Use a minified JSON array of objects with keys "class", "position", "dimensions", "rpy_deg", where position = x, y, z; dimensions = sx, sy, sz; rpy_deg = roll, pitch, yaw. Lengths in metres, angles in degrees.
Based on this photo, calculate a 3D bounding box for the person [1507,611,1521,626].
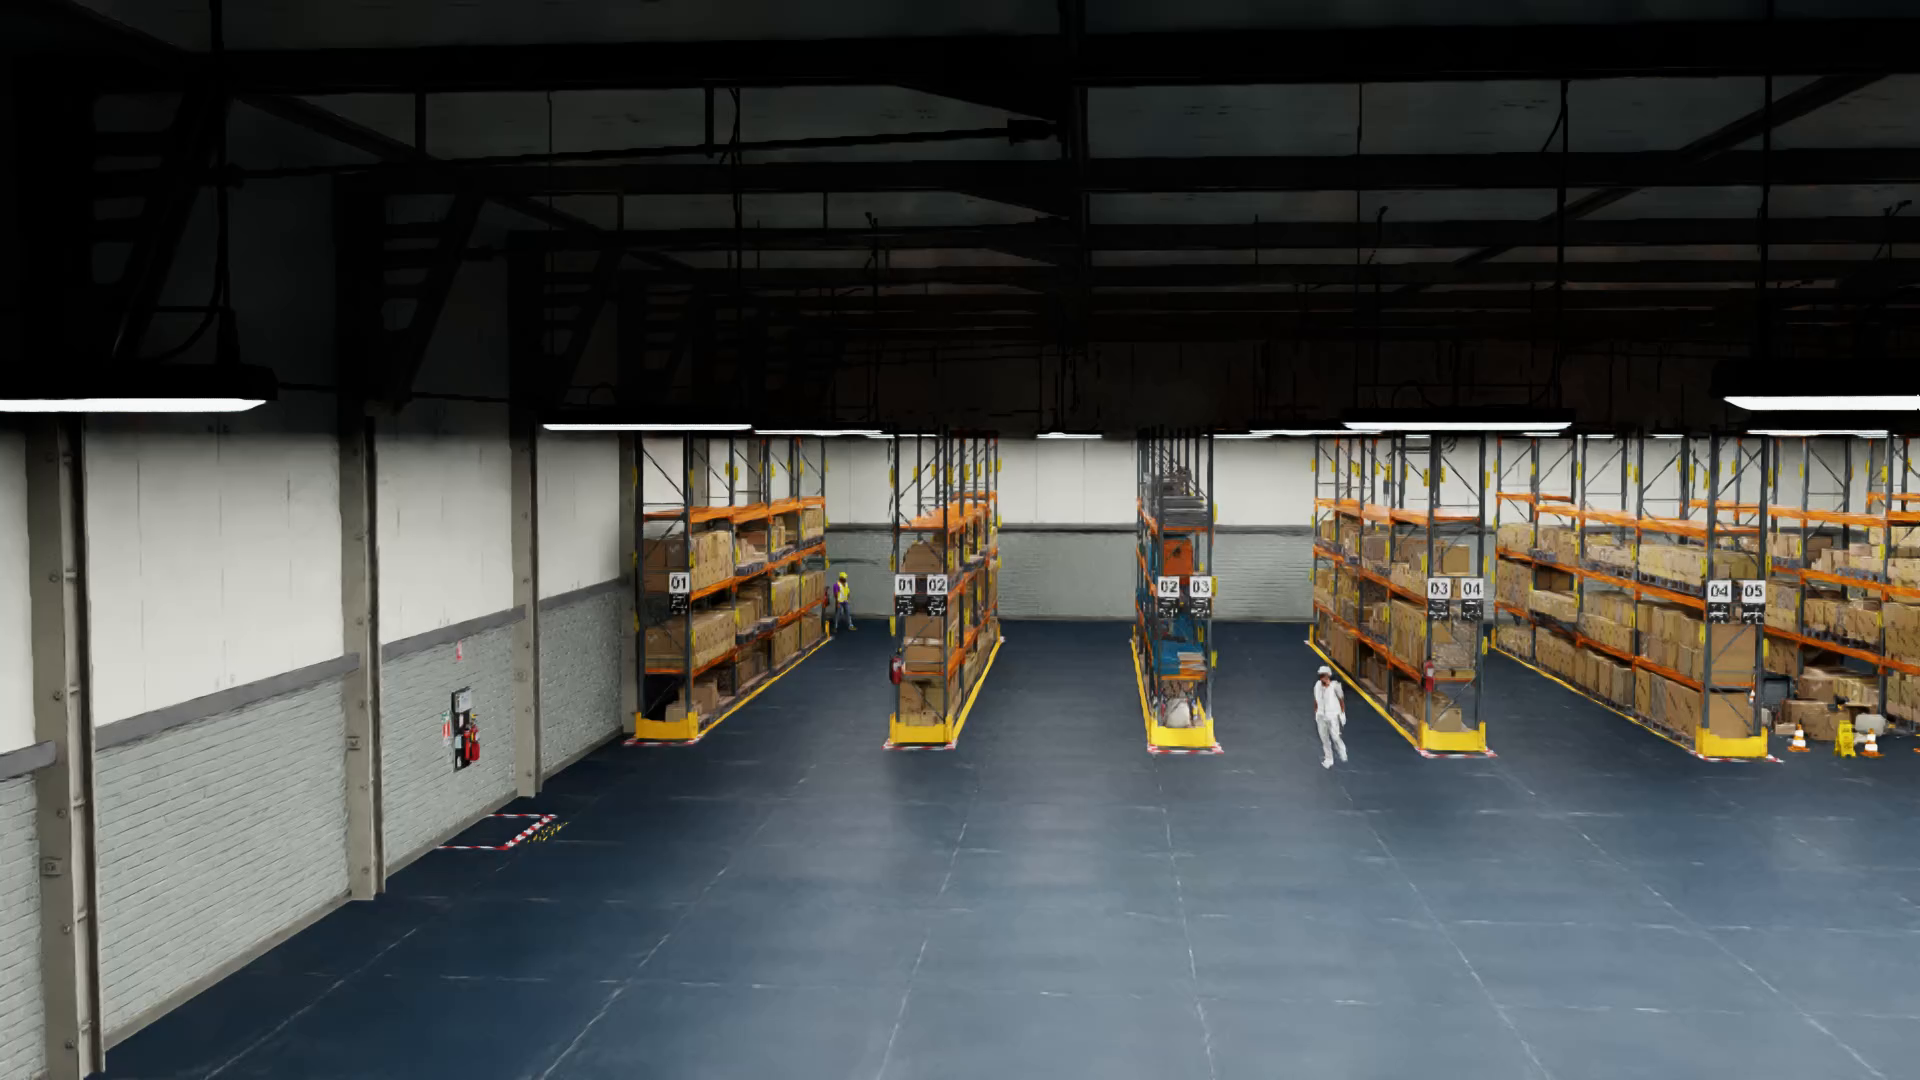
[{"class":"person","position":[16.024,2.064,47.827],"dimensions":[0.533,1.614,0.500],"rpy_deg":[-2,4,-31]}]

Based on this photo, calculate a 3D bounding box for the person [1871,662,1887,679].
[{"class":"person","position":[21.542,2.531,39.126],"dimensions":[0.554,1.659,0.598],"rpy_deg":[2,4,36]}]

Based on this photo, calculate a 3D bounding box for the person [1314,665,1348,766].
[{"class":"person","position":[6.520,3.080,29.257],"dimensions":[0.602,1.777,0.571],"rpy_deg":[3,5,41]}]

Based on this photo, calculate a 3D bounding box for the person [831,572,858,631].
[{"class":"person","position":[-3.493,1.837,49.859],"dimensions":[0.567,1.755,0.744],"rpy_deg":[3,5,43]}]
